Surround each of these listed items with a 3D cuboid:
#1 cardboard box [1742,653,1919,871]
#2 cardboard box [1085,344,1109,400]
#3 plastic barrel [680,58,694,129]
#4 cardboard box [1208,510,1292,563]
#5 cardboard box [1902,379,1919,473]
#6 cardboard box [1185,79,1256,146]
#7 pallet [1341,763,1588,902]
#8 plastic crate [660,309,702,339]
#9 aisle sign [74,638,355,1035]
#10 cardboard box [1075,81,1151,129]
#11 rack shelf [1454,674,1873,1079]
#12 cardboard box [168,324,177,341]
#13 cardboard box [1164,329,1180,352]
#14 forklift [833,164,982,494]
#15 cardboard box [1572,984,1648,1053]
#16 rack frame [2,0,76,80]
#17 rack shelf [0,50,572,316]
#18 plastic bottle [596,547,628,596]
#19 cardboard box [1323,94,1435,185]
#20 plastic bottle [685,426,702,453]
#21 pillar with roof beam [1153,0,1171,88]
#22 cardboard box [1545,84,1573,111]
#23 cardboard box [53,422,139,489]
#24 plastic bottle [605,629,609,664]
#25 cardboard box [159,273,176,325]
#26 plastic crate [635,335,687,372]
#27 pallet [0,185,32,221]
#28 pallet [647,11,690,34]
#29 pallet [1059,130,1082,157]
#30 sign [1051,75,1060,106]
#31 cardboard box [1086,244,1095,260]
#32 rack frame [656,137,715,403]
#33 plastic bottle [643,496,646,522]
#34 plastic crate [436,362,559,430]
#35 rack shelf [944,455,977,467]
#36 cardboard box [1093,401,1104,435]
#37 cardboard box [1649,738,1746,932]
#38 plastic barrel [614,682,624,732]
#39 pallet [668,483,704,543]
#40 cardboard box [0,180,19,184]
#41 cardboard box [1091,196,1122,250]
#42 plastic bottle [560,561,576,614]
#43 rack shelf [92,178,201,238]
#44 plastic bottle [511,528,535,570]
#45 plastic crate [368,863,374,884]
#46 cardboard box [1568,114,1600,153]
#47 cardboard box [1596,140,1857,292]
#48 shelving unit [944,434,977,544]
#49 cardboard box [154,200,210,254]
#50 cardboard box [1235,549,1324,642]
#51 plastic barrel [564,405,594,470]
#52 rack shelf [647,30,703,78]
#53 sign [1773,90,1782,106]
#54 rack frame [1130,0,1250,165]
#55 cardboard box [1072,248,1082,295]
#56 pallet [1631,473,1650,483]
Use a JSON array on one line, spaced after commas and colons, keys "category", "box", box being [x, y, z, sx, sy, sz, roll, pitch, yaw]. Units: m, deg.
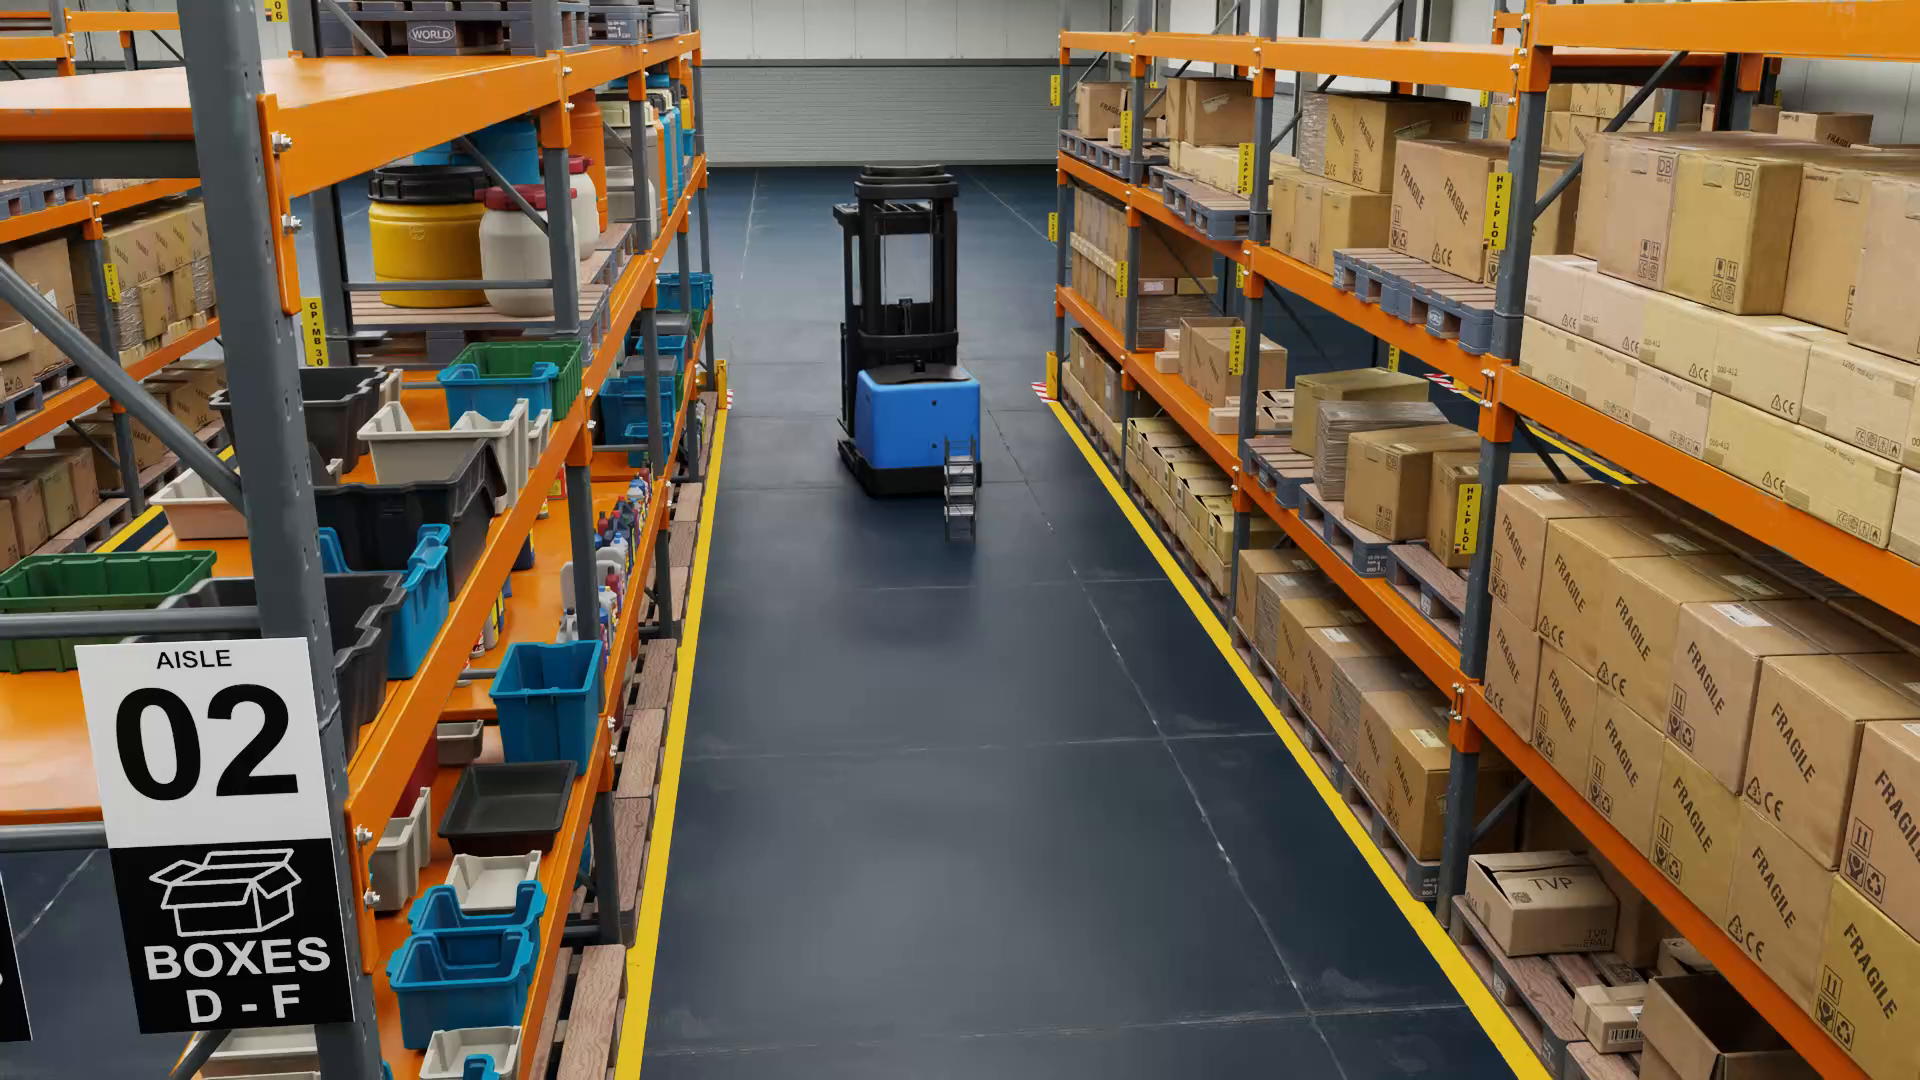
[{"category": "cardboard box", "box": [2.835, 0.678, 5.172, 0.500, 0.500, 0.500, -1, 17, -4]}, {"category": "cardboard box", "box": [1.601, -1.767, 17.437, 0.500, 0.500, 0.500, -2, 18, -6]}, {"category": "plastic barrel", "box": [-3.136, -4.678, 17.645, 0.600, 0.830, 0.708, -2, 18, -6]}, {"category": "cardboard box", "box": [2.141, -0.056, 12.300, 0.500, 0.311, 0.500, -1, 17, -4]}, {"category": "cardboard box", "box": [2.907, -0.260, 4.406, 0.500, 0.250, 0.500, -2, 18, -6]}, {"category": "cardboard box", "box": [2.133, -3.507, 13.629, 0.500, 0.500, 0.500, 0, 17, 0]}, {"category": "pallet", "box": [2.731, 1.530, 8.952, 1.003, 0.211, 1.213, -2, 18, -6]}, {"category": "plastic crate", "box": [-2.759, -2.103, 16.222, 0.450, 0.188, 0.662, -2, 18, -6]}, {"category": "aisle sign", "box": [-1.359, 0.556, 3.058, 0.394, 0.787, 0.004, -2, 18, -6]}, {"category": "cardboard box", "box": [1.670, -4.711, 18.060, 0.797, 0.503, 0.637, -1, 17, -2]}, {"category": "rack shelf", "box": [3.059, 1.379, 5.976, 1.077, 0.370, 4.000, -2, 18, -6]}, {"category": "cardboard box", "box": [-7.703, -1.963, 15.842, 0.380, 0.149, 0.250, -2, 18, -6]}, {"category": "cardboard box", "box": [2.122, -1.726, 14.918, 0.500, 0.250, 0.500, -1, 17, -2]}, {"category": "forklift", "box": [-0.624, -2.219, 16.352, 1.130, 2.935, 3.031, -4, 18, -12]}, {"category": "cardboard box", "box": [2.780, 1.971, 6.885, 0.380, 0.166, 0.250, -2, 18, -6]}, {"category": "rack frame", "box": [-7.827, -4.500, 13.489, 1.000, 3.000, 0.127, -2, 18, -6]}, {"category": "rack shelf", "box": [-1.869, -1.140, 4.654, 1.077, 0.370, 4.000, -2, 18, -6]}, {"category": "plastic bottle", "box": [-1.863, 0.157, 8.877, 0.152, 0.276, 0.135, -2, 18, -6]}, {"category": "cardboard box", "box": [2.531, -2.425, 10.050, 0.500, 0.500, 0.500, -2, 18, -6]}, {"category": "plastic bottle", "box": [-2.570, -0.991, 16.012, 0.144, 0.351, 0.185, -1, 17, -4]}, {"category": "pillar with roof beam", "box": [0.717, -12.987, 40.520, 9.100, 9.000, 0.400, -2, 18, -6]}, {"category": "cardboard box", "box": [6.405, -4.829, 17.673, 0.500, 0.500, 0.500, -1, 17, -4]}, {"category": "cardboard box", "box": [-7.828, -0.766, 15.082, 0.500, 0.500, 0.500, -2, 18, -7]}, {"category": "plastic bottle", "box": [-1.732, 0.491, 7.937, 0.097, 0.201, 0.097, 0, 17, 0]}, {"category": "cardboard box", "box": [-7.980, -2.260, 15.703, 0.875, 0.500, 0.500, -2, 18, -6]}, {"category": "plastic crate", "box": [-2.477, -1.464, 13.861, 0.392, 0.384, 0.575, -2, 18, -6]}, {"category": "pallet", "box": [-7.759, -2.484, 12.386, 1.213, 0.211, 1.003, -2, 18, -6]}, {"category": "pallet", "box": [-3.142, -4.982, 16.004, 1.003, 0.211, 1.213, -2, 18, -6]}, {"category": "pallet", "box": [1.662, -4.312, 18.045, 1.003, 0.211, 1.213, -2, 18, -6]}, {"category": "sign", "box": [1.062, -5.005, 18.513, 0.100, 0.325, 0.005, -2, 18, -6]}, {"category": "cardboard box", "box": [1.549, -3.061, 17.669, 0.380, 0.149, 0.250, -2, 18, -7]}, {"category": "rack frame", "box": [-3.313, -2.983, 18.671, 1.000, 3.000, 0.127, -2, 18, -6]}, {"category": "plastic bottle", "box": [-1.974, -0.207, 10.159, 0.097, 0.201, 0.097, 0, 17, 0]}, {"category": "plastic crate", "box": [-1.663, -0.498, 6.026, 0.416, 0.233, 0.300, -2, 18, -6]}, {"category": "rack shelf", "box": [0.001, -0.653, 13.964, 0.258, 0.077, 0.200, -2, 18, -6]}, {"category": "cardboard box", "box": [1.654, -1.261, 17.075, 0.500, 0.250, 0.500, -2, 18, -6]}, {"category": "cardboard box", "box": [2.793, 1.006, 5.798, 0.500, 0.500, 0.500, -2, 18, -6]}, {"category": "plastic barrel", "box": [-2.304, 0.832, 9.843, 0.600, 0.588, 0.708, -2, 18, -6]}, {"category": "pallet", "box": [-2.780, -0.228, 14.551, 1.003, 0.211, 1.213, -2, 18, -6]}, {"category": "cardboard box", "box": [-7.630, -2.929, 13.013, 0.396, 0.266, 0.258, -1, 17, -4]}, {"category": "cardboard box", "box": [1.768, -3.340, 17.474, 0.700, 0.500, 0.500, -2, 18, -5]}, {"category": "plastic bottle", "box": [-1.990, 0.231, 8.642, 0.152, 0.276, 0.135, -2, 18, -6]}, {"category": "rack shelf", "box": [-8.033, -3.322, 15.944, 1.077, 0.370, 4.000, -2, 18, -6]}, {"category": "plastic bottle", "box": [-2.471, -0.021, 9.318, 0.144, 0.351, 0.185, -2, 18, -6]}, {"category": "plastic crate", "box": [-2.129, 1.231, 5.426, 0.416, 0.233, 0.300, -2, 18, -6]}, {"category": "cardboard box", "box": [6.522, -4.043, 16.840, 0.500, 0.500, 0.500, -2, 18, -8]}, {"category": "cardboard box", "box": [2.851, -1.218, 6.206, 0.700, 0.500, 0.500, -2, 18, -6]}, {"category": "shelving unit", "box": [0.001, -0.427, 14.035, 0.258, 0.900, 0.210, -2, 18, -6]}, {"category": "cardboard box", "box": [-7.879, -3.192, 17.002, 0.500, 0.500, 0.500, -2, 18, -6]}, {"category": "cardboard box", "box": [2.203, 0.376, 11.411, 0.500, 0.500, 0.500, -1, 17, -3]}, {"category": "plastic barrel", "box": [-2.837, -0.793, 11.469, 0.600, 0.536, 0.708, -2, 18, -6]}, {"category": "rack shelf", "box": [-3.106, -4.715, 16.042, 1.077, 0.370, 4.000, -2, 18, -6]}, {"category": "sign", "box": [7.506, -3.981, 15.322, 0.100, 0.325, 0.005, -2, 18, -6]}, {"category": "rack frame", "box": [2.027, -4.805, 14.460, 1.000, 3.000, 0.127, -2, 18, -6]}, {"category": "cardboard box", "box": [1.650, -3.043, 18.695, 0.700, 0.500, 0.500, -2, 18, -6]}, {"category": "pallet", "box": [7.036, -0.535, 15.528, 1.003, 0.211, 1.213, -2, 18, -6]}]
